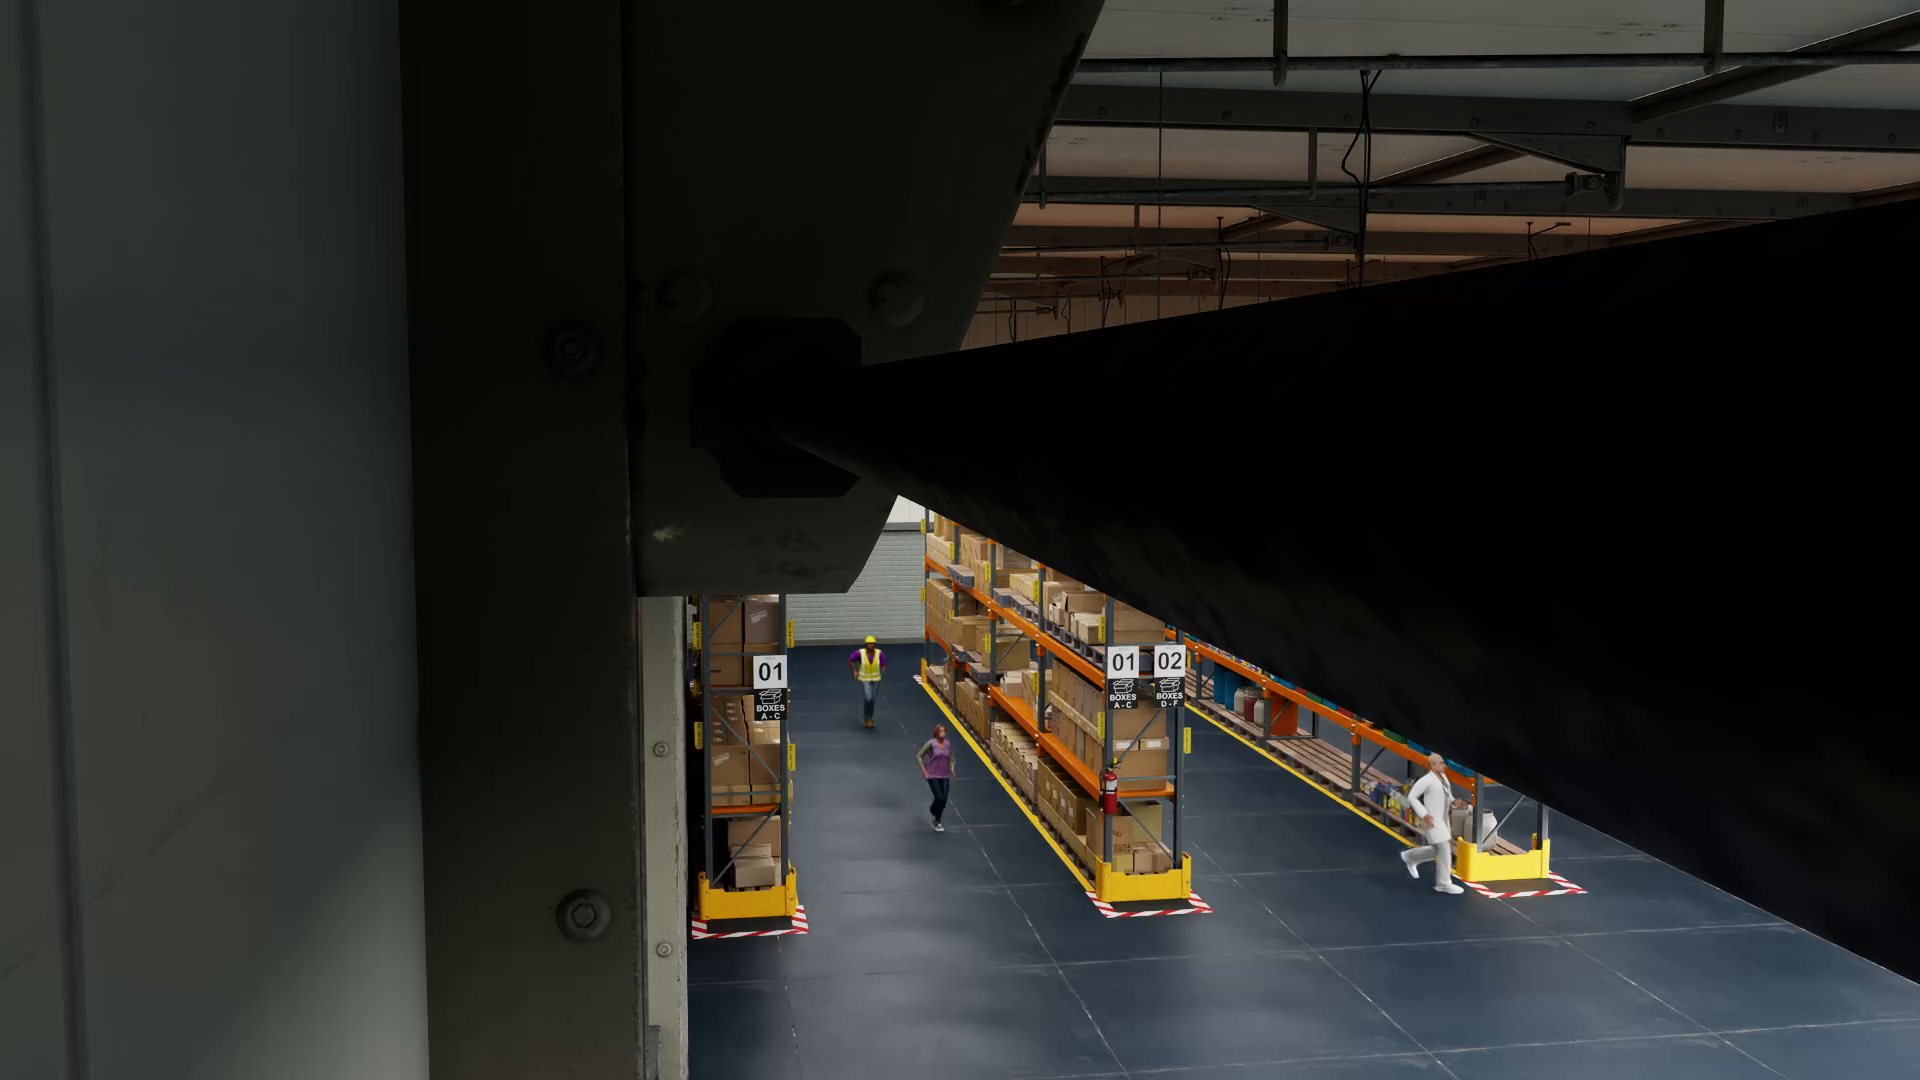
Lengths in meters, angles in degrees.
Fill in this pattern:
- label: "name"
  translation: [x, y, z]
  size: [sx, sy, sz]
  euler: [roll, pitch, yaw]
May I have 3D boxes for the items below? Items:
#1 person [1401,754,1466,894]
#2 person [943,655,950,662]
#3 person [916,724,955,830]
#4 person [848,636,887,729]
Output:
- label: "person"
  translation: [6.006, 3.585, 21.182]
  size: [0.884, 1.750, 0.711]
  euler: [5, 7, 42]
- label: "person"
  translation: [0.088, 2.154, 37.650]
  size: [0.916, 1.787, 0.694]
  euler: [1, 5, 13]
- label: "person"
  translation: [-0.301, 3.442, 24.032]
  size: [0.548, 1.561, 0.505]
  euler: [-3, 6, -28]
- label: "person"
  translation: [-1.725, 2.700, 31.530]
  size: [0.698, 1.784, 0.777]
  euler: [-2, 5, -17]
